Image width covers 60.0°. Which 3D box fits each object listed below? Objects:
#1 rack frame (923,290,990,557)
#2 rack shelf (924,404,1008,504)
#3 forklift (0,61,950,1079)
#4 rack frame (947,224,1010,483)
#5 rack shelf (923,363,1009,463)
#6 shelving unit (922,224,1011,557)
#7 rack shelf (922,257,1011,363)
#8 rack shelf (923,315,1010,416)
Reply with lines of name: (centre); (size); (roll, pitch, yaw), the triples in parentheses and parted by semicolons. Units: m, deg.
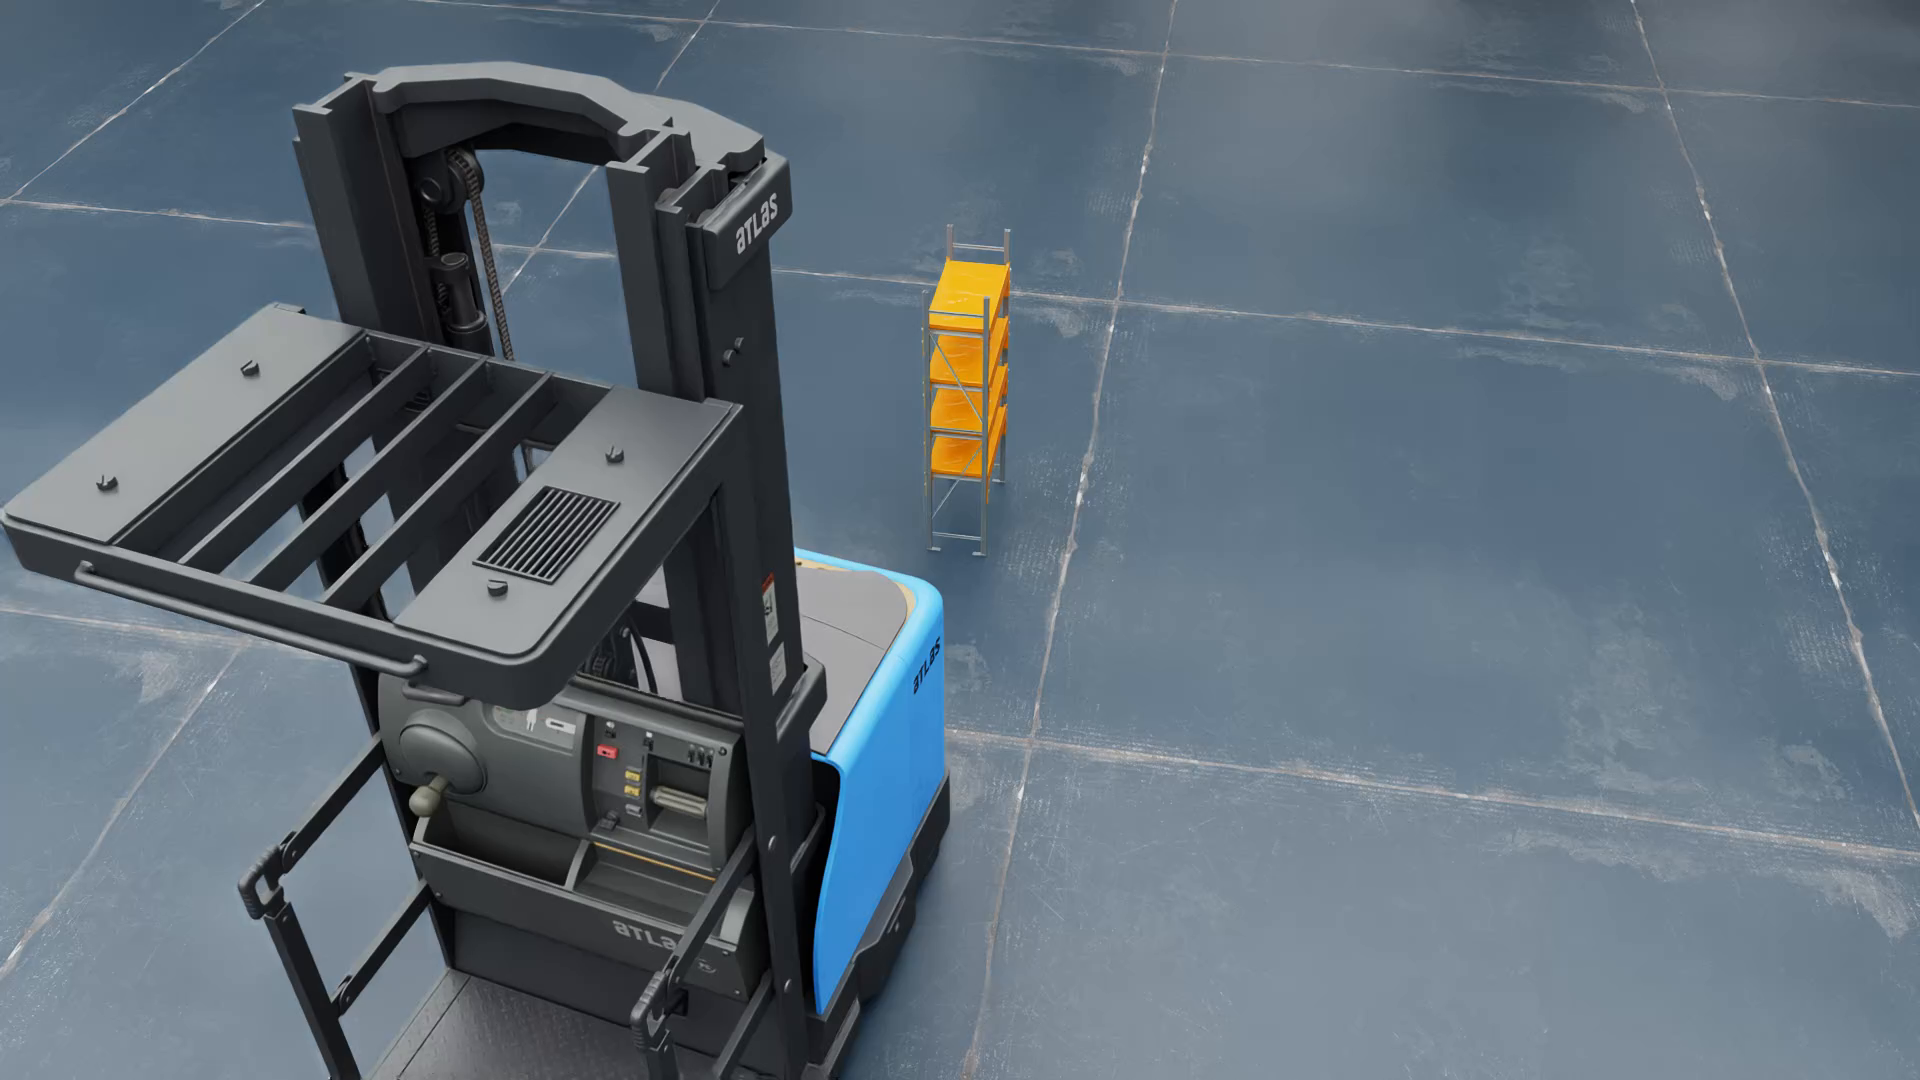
rack frame: (-0.014, -0.413, 6.308); (0.240, 1.200, 0.015); (6, 40, 8)
rack shelf: (0.029, -0.361, 6.663); (0.258, 0.148, 0.480); (6, 40, 8)
forklift: (-1.024, 0.597, 3.727); (1.130, 2.935, 3.031); (13, 41, 16)
rack frame: (0.071, -0.719, 6.679); (0.240, 1.200, 0.015); (6, 40, 8)
rack shelf: (0.029, -0.514, 6.536); (0.258, 0.148, 0.480); (6, 40, 8)
shelving unit: (0.029, -0.566, 6.493); (0.258, 1.200, 0.503); (6, 40, 8)
rack shelf: (0.029, -0.869, 6.243); (0.258, 0.148, 0.480); (6, 40, 8)
rack shelf: (0.029, -0.687, 6.394); (0.258, 0.148, 0.480); (6, 40, 8)
